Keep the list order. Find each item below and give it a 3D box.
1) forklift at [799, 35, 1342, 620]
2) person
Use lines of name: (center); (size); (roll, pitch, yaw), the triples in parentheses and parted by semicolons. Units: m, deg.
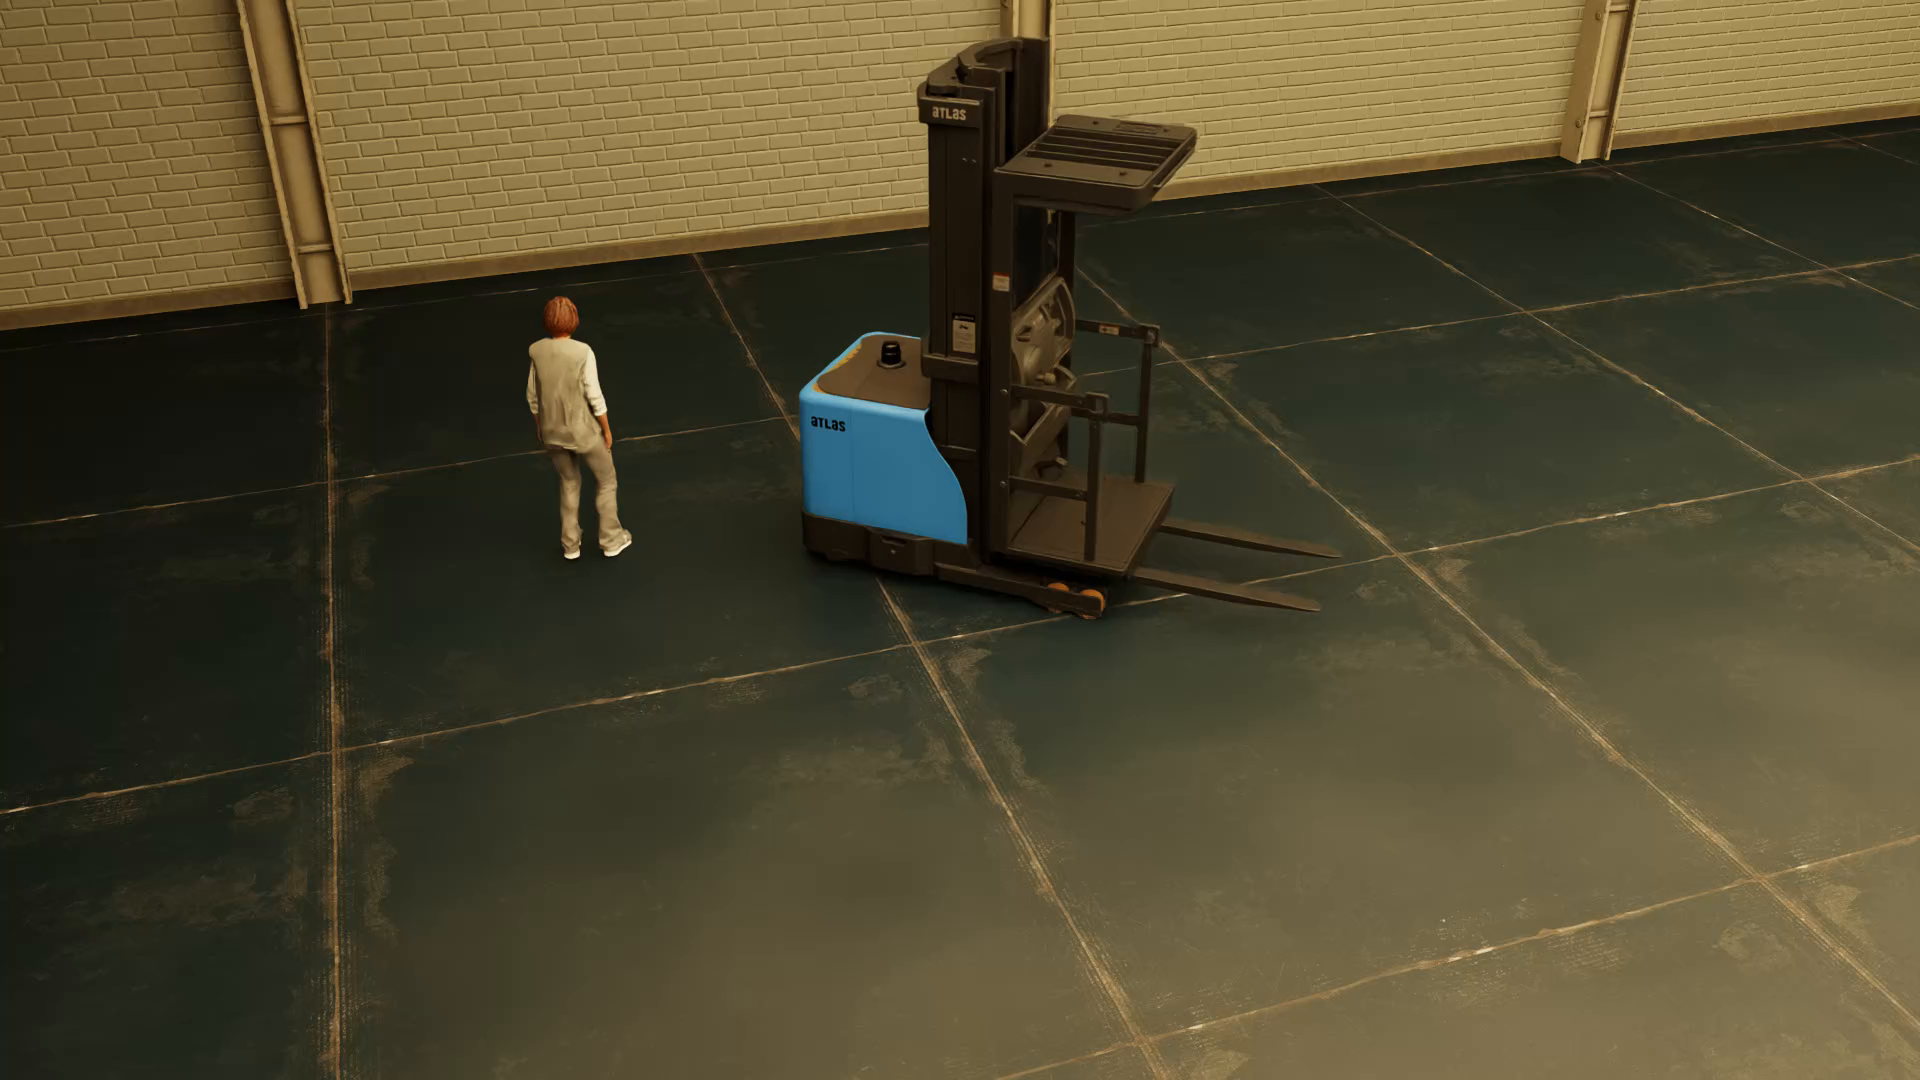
forklift: (0.645, -1.128, 9.048); (3.031, 2.935, 1.130); (11, 32, 18)
person: (-2.210, -0.631, 9.536); (0.473, 1.585, 0.388); (7, 31, 12)
